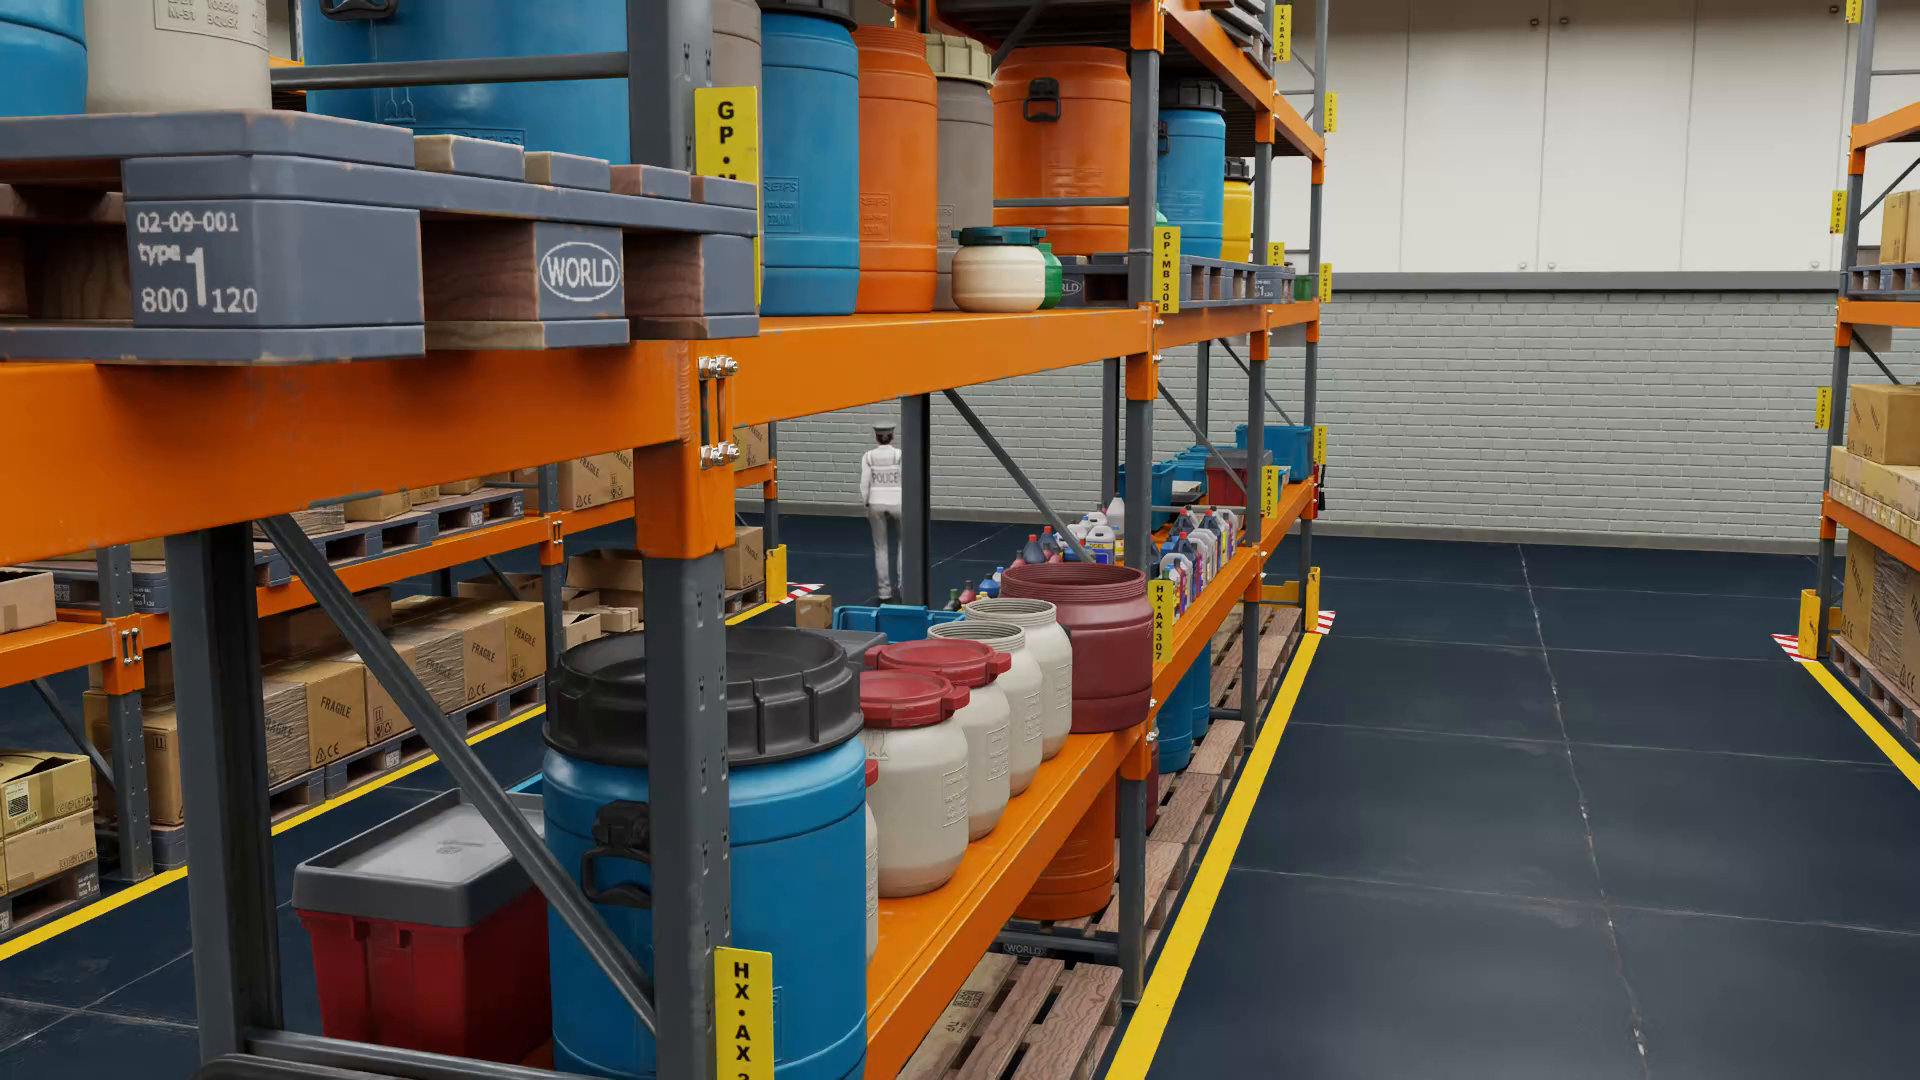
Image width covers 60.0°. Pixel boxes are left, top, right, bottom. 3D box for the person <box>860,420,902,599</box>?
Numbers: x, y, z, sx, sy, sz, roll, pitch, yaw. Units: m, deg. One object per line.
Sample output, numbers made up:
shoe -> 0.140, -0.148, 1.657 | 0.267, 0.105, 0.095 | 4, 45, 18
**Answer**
person -> -0.657, -0.254, 15.565 | 0.563, 1.719, 0.528 | 0, 8, 2
